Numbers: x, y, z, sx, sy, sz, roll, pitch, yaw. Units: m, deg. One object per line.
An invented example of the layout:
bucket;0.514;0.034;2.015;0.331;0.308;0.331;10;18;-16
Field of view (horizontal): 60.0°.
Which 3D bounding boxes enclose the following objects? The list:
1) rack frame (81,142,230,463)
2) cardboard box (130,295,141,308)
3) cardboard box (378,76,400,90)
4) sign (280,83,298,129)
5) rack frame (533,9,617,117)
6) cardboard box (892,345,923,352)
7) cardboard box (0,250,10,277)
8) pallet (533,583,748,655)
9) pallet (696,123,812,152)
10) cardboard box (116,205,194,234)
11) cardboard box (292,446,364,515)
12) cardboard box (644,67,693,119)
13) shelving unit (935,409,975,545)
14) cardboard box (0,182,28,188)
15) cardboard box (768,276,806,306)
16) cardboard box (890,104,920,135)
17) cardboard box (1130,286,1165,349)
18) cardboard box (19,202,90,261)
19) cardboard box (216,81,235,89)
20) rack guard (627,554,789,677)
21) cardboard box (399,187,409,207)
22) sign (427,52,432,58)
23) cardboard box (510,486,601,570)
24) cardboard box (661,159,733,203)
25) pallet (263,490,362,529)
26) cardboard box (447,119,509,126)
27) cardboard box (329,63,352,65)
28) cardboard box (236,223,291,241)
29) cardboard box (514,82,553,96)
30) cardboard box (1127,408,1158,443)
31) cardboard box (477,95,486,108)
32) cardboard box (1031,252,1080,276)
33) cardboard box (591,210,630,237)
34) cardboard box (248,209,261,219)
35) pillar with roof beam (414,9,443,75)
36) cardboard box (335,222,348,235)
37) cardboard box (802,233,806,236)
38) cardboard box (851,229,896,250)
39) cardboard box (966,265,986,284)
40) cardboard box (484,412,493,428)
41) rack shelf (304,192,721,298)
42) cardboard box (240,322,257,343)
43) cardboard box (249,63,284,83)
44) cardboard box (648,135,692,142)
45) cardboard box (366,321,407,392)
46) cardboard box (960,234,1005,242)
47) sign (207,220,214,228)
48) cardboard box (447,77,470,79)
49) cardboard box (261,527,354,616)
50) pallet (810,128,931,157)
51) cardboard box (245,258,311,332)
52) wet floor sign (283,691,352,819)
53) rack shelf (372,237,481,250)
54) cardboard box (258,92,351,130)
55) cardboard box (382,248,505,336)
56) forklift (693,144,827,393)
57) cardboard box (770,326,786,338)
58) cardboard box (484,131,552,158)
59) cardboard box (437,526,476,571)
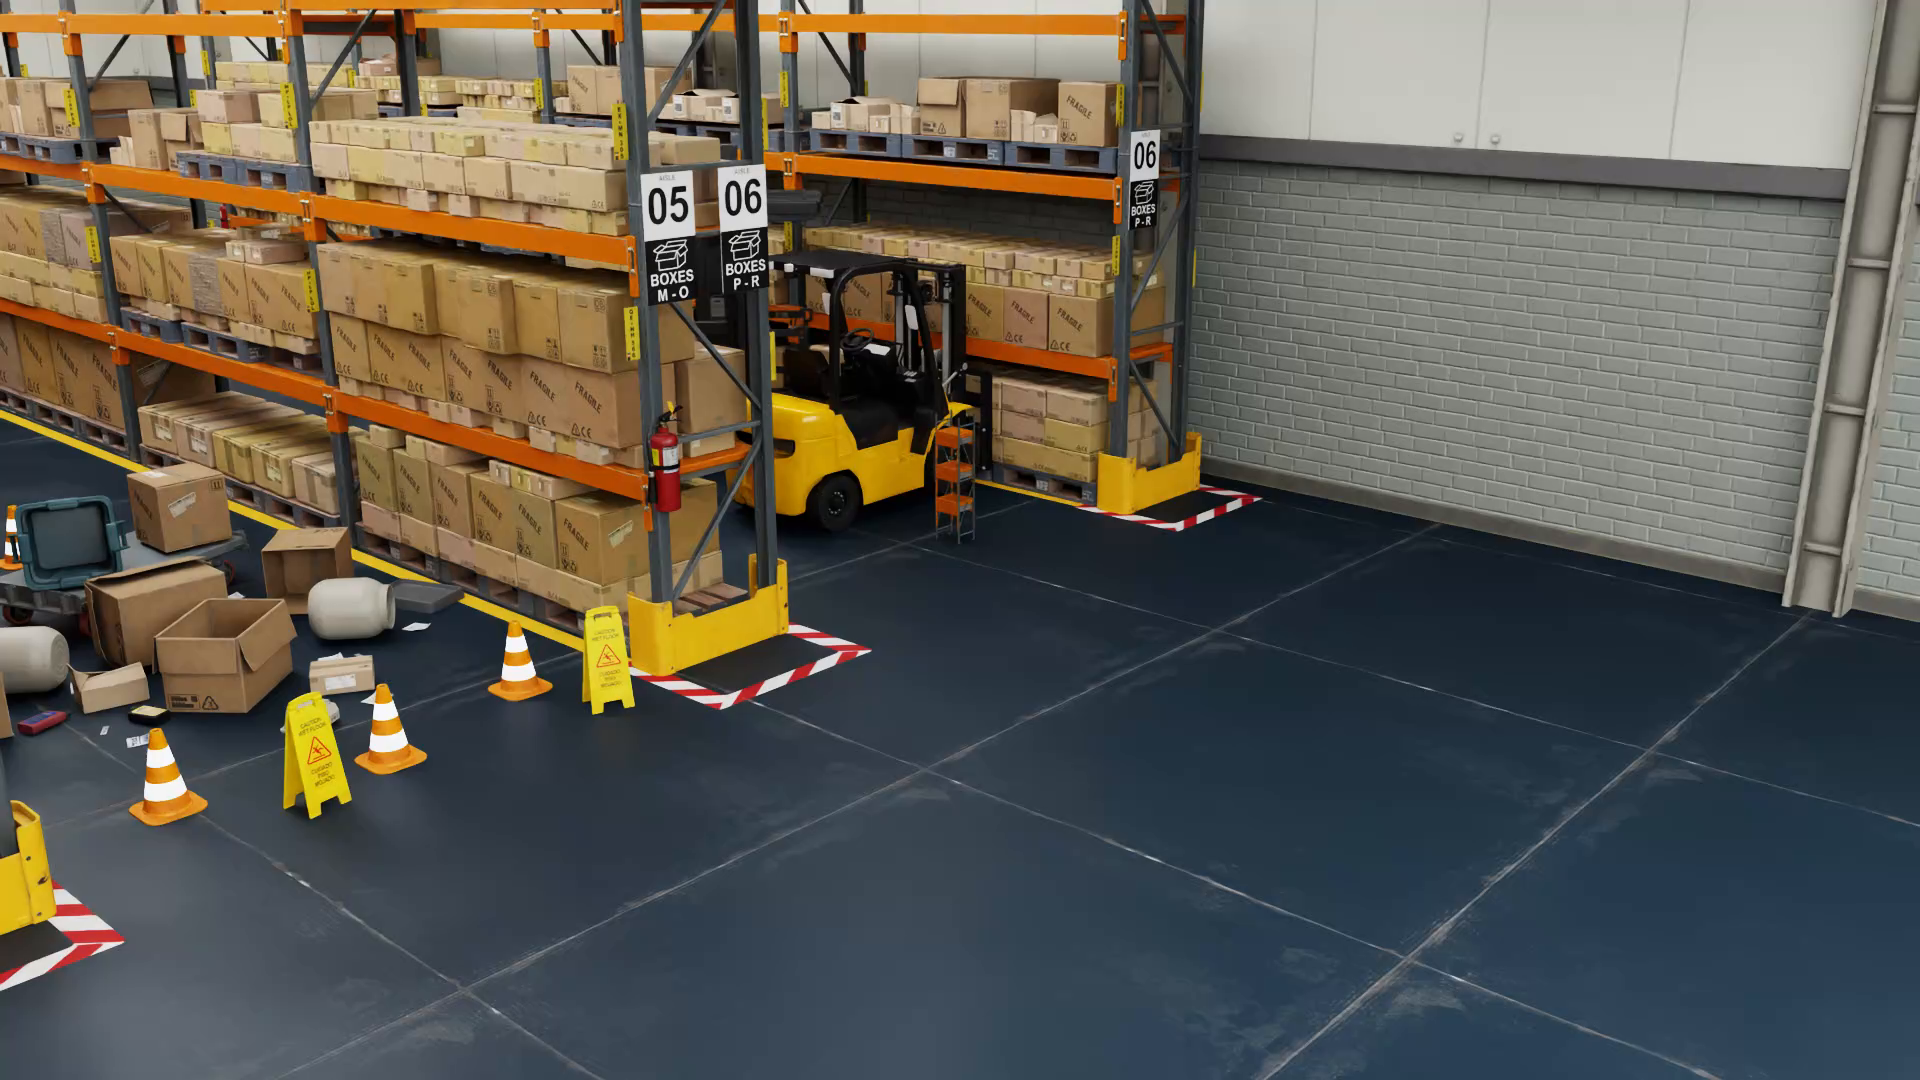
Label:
rack frame;-7.611;-2.291;15.873;0.127;3.000;1.000;15;23;39
cardboard box;-7.491;-2.264;15.509;0.250;0.149;0.380;13;22;36
cardboard box;-6.970;-5.661;20.595;0.250;0.149;0.380;14;23;38
sign;-4.985;-3.226;12.353;0.005;0.325;0.100;15;23;39
rack frame;-4.319;-6.275;18.506;0.127;3.000;1.000;15;23;39
cardboard box;-0.442;-1.825;16.601;0.500;0.250;0.500;15;23;38
cardboard box;-9.693;-2.903;17.223;0.500;0.250;0.500;15;23;40
pallet;-2.269;0.458;11.821;1.213;0.211;1.003;15;23;39
pallet;-1.996;-4.125;17.007;1.217;0.209;0.805;14;22;37
cardboard box;-7.818;-2.970;16.193;0.500;0.500;0.500;14;22;37
cardboard box;-5.013;-0.541;14.006;0.625;0.372;0.950;15;23;40
cardboard box;-3.178;-4.735;17.590;0.500;0.500;0.500;16;23;41
shelving unit;-0.040;-0.511;13.487;0.252;1.050;0.215;15;23;39
cardboard box;-10.798;-3.769;18.711;0.500;0.500;0.500;15;23;40
cardboard box;-1.878;-2.582;17.038;0.500;0.250;0.500;16;23;40
cardboard box;-0.419;-3.859;15.216;0.258;0.266;0.396;14;23;38
cardboard box;1.478;-2.019;14.849;0.500;0.500;0.500;16;24;41
cardboard box;-8.928;-3.063;16.485;0.500;0.500;0.500;15;23;39
cardboard box;-10.152;-6.370;23.524;0.500;0.250;0.500;15;23;39
rack guard;-1.684;0.491;11.238;0.348;0.500;1.175;15;23;39
cardboard box;-3.778;-2.475;11.907;0.250;0.149;0.380;14;22;38
sign;-6.945;-6.208;21.751;0.005;0.325;0.100;15;23;39
cardboard box;-2.793;-0.138;11.699;0.500;0.500;0.500;16;24;41
cardboard box;-1.827;-2.346;10.844;0.500;0.250;0.500;15;23;38
pallet;-5.203;-0.315;14.256;1.213;0.211;1.003;15;23;39
cardboard box;-3.576;-3.034;12.352;0.250;0.149;0.380;16;24;41
cardboard box;-8.270;-6.323;22.547;0.500;0.250;0.500;15;23;39
cardboard box;-6.200;-2.725;14.817;0.250;0.149;0.380;14;22;37
cardboard box;-4.899;-5.184;19.126;0.250;0.149;0.380;14;22;37
cardboard box;1.451;-1.078;15.075;0.500;0.250;0.500;16;23;40
cardboard box;-5.473;-5.196;19.657;0.250;0.149;0.380;15;23;40
cardboard box;0.838;-2.421;14.551;0.250;0.149;0.380;16;23;40
cardboard box;-2.080;-2.003;10.422;0.250;0.149;0.380;15;23;39
cardboard box;-10.018;-4.733;23.982;0.250;0.149;0.380;16;23;41
pillar with roof beam;-10.091;-6.447;19.051;0.400;9.000;9.100;15;23;39
cardboard box;-8.137;-4.199;22.301;0.250;0.149;0.380;16;23;41
cardboard box;-1.448;-3.088;17.145;0.250;0.149;0.380;14;23;38
cardboard box;-0.834;-2.898;16.056;0.250;0.149;0.380;14;23;38
cardboard box;0.243;-2.424;15.053;0.250;0.149;0.380;15;23;40
cardboard box;-3.180;-0.903;11.915;0.250;0.149;0.380;15;23;39
rack shelf;-3.123;-2.173;11.732;4.000;0.370;1.077;15;23;39
cardboard box;-5.783;-1.760;13.921;0.250;0.149;0.380;15;23;40
cardboard box;-9.385;-6.410;22.820;0.500;0.250;0.500;15;23;38
cardboard box;-1.957;-2.540;10.794;0.250;0.149;0.380;15;23;39
cardboard box;-4.084;-1.431;12.504;0.500;0.500;0.500;15;23;39
cardboard box;0.217;-2.793;15.723;0.250;0.149;0.380;16;24;41
sign;-7.258;-2.930;16.103;0.005;0.325;0.100;15;23;39
cardboard box;-6.077;-5.613;20.444;0.250;0.149;0.380;15;23;40
cardboard box;-4.721;0.225;12.072;0.500;0.500;0.500;-3;18;-8
pallet;-0.672;-3.834;15.922;1.213;0.211;1.003;15;23;39
cardboard box;-5.489;-2.018;13.660;0.500;0.500;0.500;15;23;40
wet floor sign;-3.502;1.135;8.968;0.232;0.644;0.267;11;20;30
rack shelf;-5.815;-3.474;20.788;4.000;0.370;1.077;15;23;39
cardboard box;-5.137;-3.372;13.048;0.500;0.250;0.500;16;23;40
cardboard box;-3.709;-1.802;12.022;0.500;0.500;0.700;14;23;38
forklift;-1.747;-2.212;15.736;3.031;2.935;1.130;-1;18;-3
cardboard box;-2.300;-1.940;17.997;0.625;0.625;0.875;15;23;39
cardboard box;-2.959;-2.656;11.159;0.250;0.149;0.380;14;22;38
cardboard box;-3.552;0.012;12.465;0.500;0.250;0.500;15;23;39
